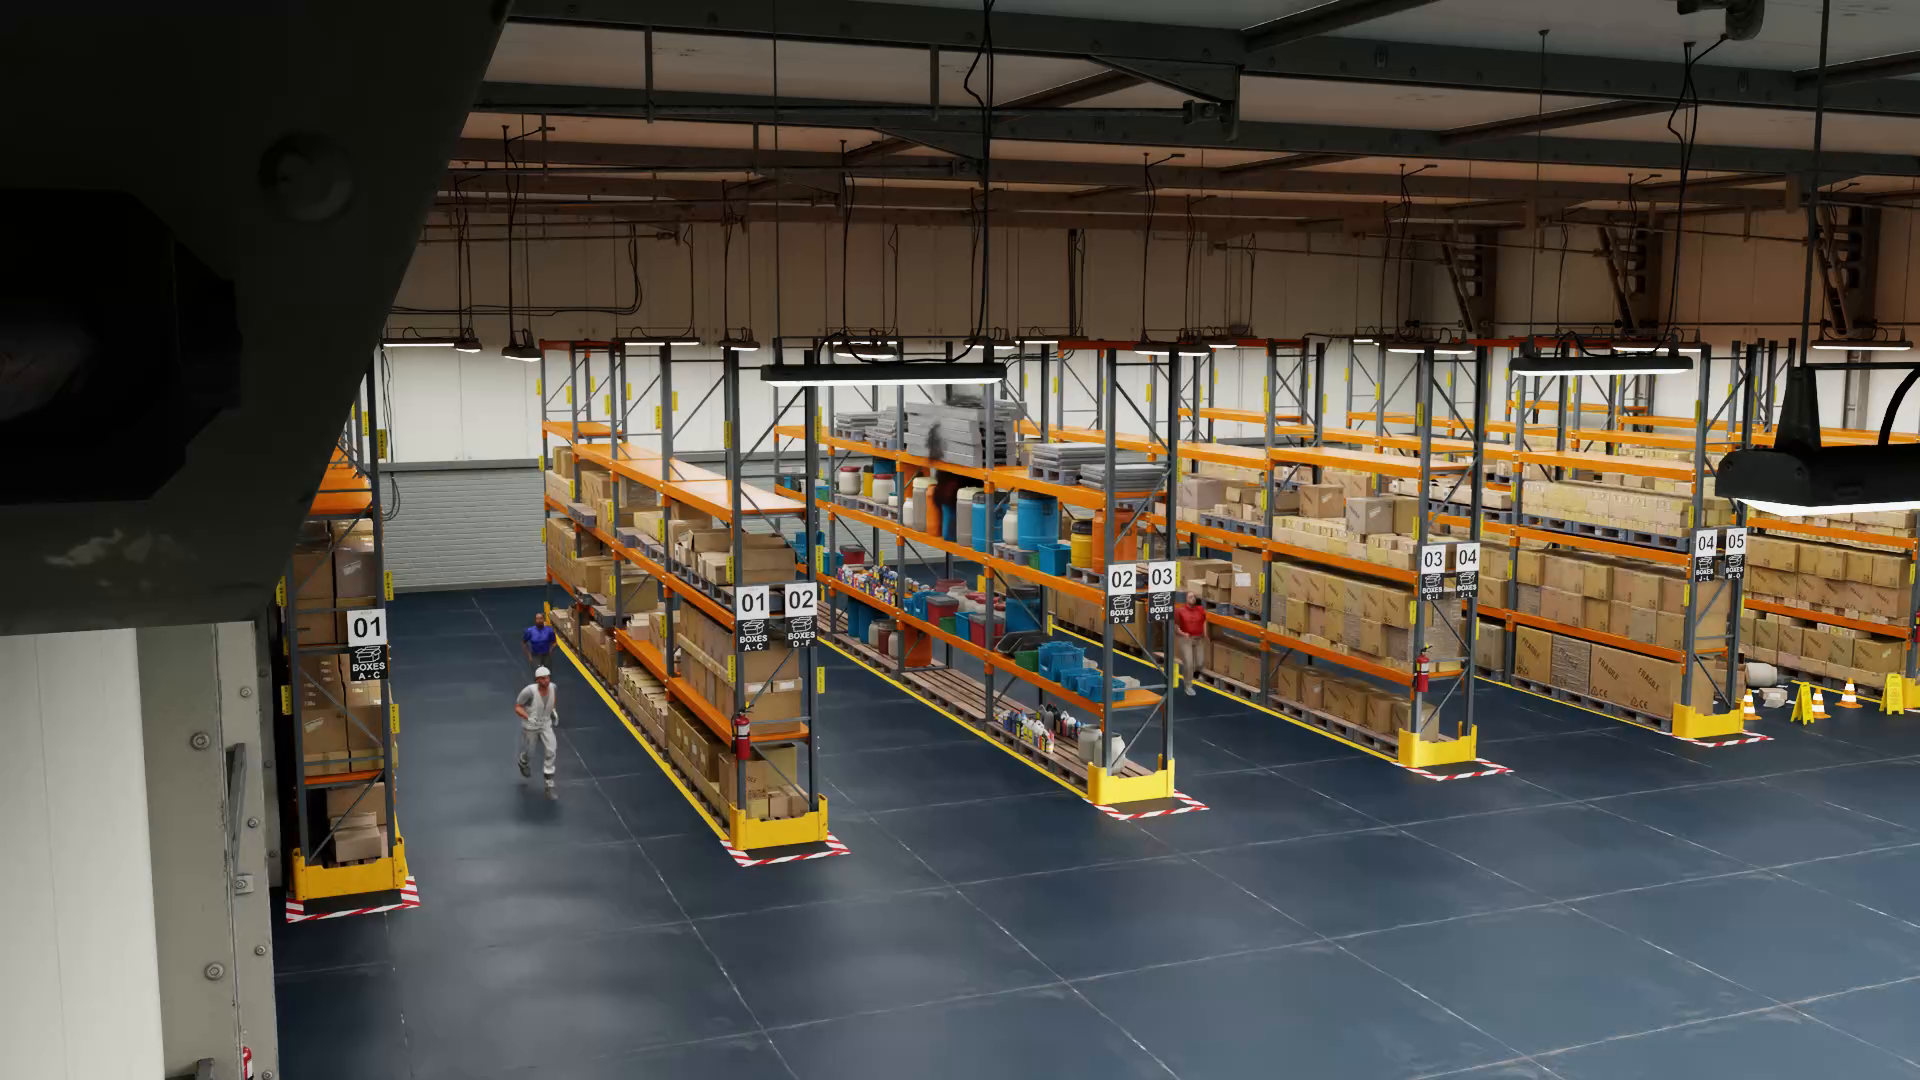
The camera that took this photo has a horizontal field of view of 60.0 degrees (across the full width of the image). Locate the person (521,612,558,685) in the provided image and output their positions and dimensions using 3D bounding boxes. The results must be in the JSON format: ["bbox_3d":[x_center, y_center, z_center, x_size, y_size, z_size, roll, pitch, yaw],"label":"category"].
[{"bbox_3d":[-6.859,1.986,27.274,0.561,1.621,0.573,-3,8,-25],"label":"person"}]

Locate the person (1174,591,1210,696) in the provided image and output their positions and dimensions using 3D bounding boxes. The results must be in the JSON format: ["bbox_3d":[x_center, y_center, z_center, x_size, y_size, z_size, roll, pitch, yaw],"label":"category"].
[{"bbox_3d":[3.768,1.674,27.266,0.665,1.699,0.603,-2,8,-17],"label":"person"}]

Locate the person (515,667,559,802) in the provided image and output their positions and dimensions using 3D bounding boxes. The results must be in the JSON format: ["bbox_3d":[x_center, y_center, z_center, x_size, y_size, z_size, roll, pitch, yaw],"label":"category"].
[{"bbox_3d":[-5.718,2.549,22.455,0.659,1.772,1.137,-5,9,-36],"label":"person"}]
